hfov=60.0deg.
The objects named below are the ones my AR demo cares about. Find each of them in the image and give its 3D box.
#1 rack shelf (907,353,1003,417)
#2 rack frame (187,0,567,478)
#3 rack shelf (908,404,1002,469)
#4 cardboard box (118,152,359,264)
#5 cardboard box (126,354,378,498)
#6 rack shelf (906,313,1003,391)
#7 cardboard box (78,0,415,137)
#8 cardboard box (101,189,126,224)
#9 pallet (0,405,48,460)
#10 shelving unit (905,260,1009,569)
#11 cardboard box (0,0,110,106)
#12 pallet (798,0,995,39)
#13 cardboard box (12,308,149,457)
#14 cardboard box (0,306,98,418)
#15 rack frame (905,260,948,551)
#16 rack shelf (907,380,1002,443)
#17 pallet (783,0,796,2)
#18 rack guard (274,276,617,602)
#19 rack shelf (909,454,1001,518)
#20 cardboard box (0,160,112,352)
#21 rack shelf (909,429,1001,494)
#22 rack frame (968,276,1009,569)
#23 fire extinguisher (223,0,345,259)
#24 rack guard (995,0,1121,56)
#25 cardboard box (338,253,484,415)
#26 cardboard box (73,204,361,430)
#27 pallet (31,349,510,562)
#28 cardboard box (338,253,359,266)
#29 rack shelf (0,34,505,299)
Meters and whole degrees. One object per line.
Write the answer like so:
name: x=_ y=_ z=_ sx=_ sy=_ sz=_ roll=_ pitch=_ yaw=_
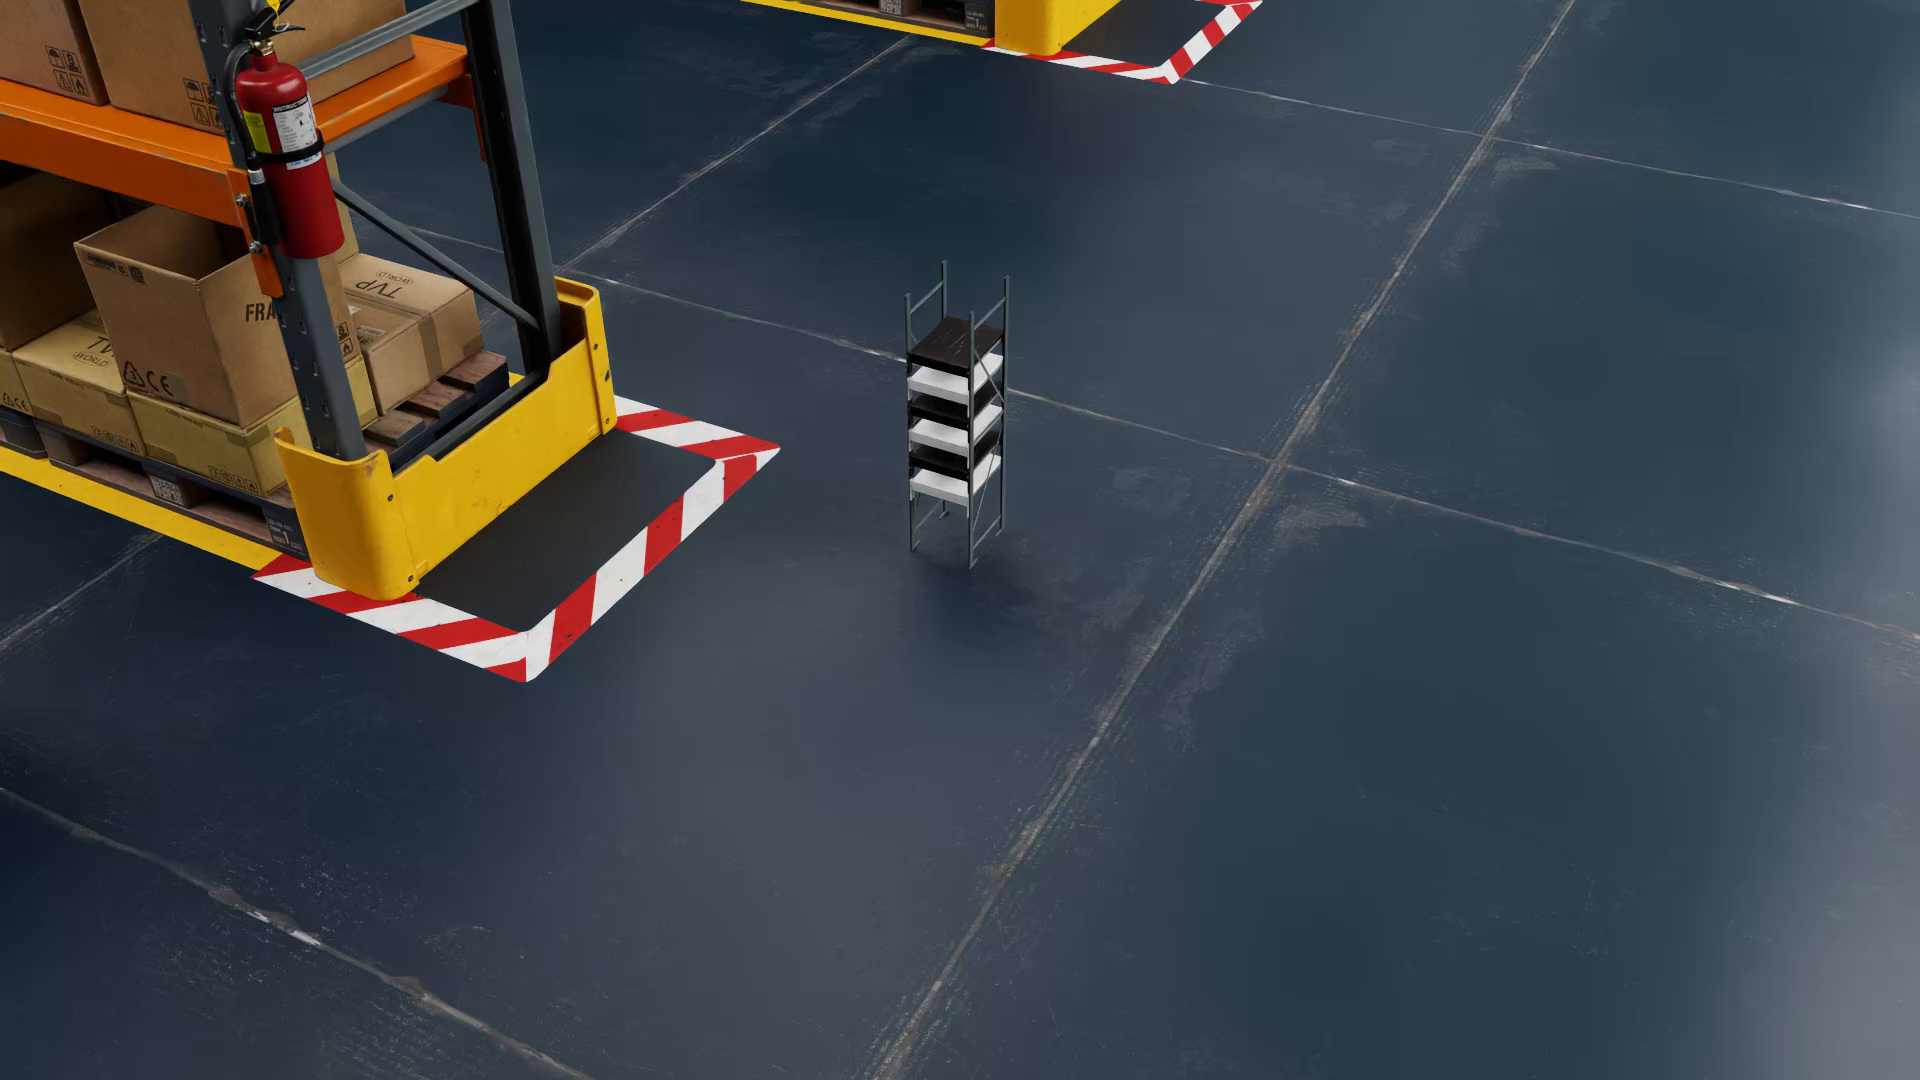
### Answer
rack shelf: x=-0.007 y=-0.478 z=4.892 sx=0.200 sy=0.077 sz=0.258 roll=17 pitch=41 yaw=21
rack frame: x=-1.614 y=-1.364 z=4.566 sx=0.127 sy=3.000 sz=1.000 roll=17 pitch=41 yaw=21
rack shelf: x=-0.007 y=-0.334 z=5.001 sx=0.200 sy=0.077 sz=0.258 roll=17 pitch=41 yaw=21
cardboard box: x=-2.432 y=-1.141 z=5.579 sx=0.500 sy=0.500 sz=0.500 roll=17 pitch=41 yaw=21
cardboard box: x=-2.226 y=-0.426 z=5.258 sx=0.500 sy=0.250 sz=0.500 roll=17 pitch=41 yaw=21
rack shelf: x=-0.007 y=-0.549 z=4.838 sx=0.200 sy=0.077 sz=0.258 roll=17 pitch=41 yaw=21
cardboard box: x=-2.022 y=-1.540 z=4.716 sx=0.500 sy=0.500 sz=0.700 roll=17 pitch=41 yaw=22
cardboard box: x=-2.882 y=-1.273 z=5.753 sx=0.500 sy=0.500 sz=0.500 roll=17 pitch=41 yaw=21
pallet: x=-3.391 y=-0.783 z=6.107 sx=1.213 sy=0.211 sz=1.003 roll=17 pitch=41 yaw=21
shelving unit: x=-0.007 y=-0.361 z=4.981 sx=0.210 sy=0.900 sz=0.258 roll=17 pitch=41 yaw=21
cardboard box: x=-2.491 y=-1.684 z=4.905 sx=0.500 sy=0.500 sz=0.700 roll=18 pitch=41 yaw=23
pallet: x=-0.140 y=-3.136 z=9.207 sx=1.213 sy=0.211 sz=1.003 roll=17 pitch=41 yaw=21
cardboard box: x=-2.675 y=-0.559 z=5.432 sx=0.500 sy=0.250 sz=0.500 roll=17 pitch=41 yaw=21
cardboard box: x=-3.120 y=-0.697 z=5.614 sx=0.500 sy=0.250 sz=0.500 roll=17 pitch=41 yaw=21
rack frame: x=-0.097 y=-0.389 z=5.018 sx=0.006 sy=0.900 sz=0.240 roll=17 pitch=41 yaw=21
rack shelf: x=-0.007 y=-0.406 z=4.947 sx=0.200 sy=0.077 sz=0.258 roll=17 pitch=41 yaw=21
pallet: x=-1.220 y=-3.476 z=9.655 sx=1.213 sy=0.211 sz=1.003 roll=17 pitch=41 yaw=21
rack guard: x=-1.592 y=-0.362 z=5.313 sx=0.348 sy=0.500 sz=1.175 roll=17 pitch=41 yaw=21
rack shelf: x=-0.007 y=-0.191 z=5.110 sx=0.200 sy=0.077 sz=0.258 roll=17 pitch=41 yaw=21
cardboard box: x=-3.121 y=-0.994 z=5.385 sx=0.500 sy=0.500 sz=0.500 roll=17 pitch=41 yaw=21
rack shelf: x=-0.007 y=-0.262 z=5.055 sx=0.200 sy=0.077 sz=0.258 roll=17 pitch=41 yaw=21
rack frame: x=0.083 y=-0.332 z=4.944 sx=0.006 sy=0.900 sz=0.240 roll=17 pitch=41 yaw=21
fire extinguisher: x=-1.722 y=-1.051 z=4.217 sx=0.183 sy=0.674 sz=0.296 roll=17 pitch=41 yaw=21
rack guard: x=0.579 y=-3.022 z=8.818 sx=0.348 sy=0.500 sz=1.175 roll=17 pitch=41 yaw=21
cardboard box: x=-1.987 y=-0.704 z=5.624 sx=0.500 sy=0.250 sz=0.500 roll=17 pitch=41 yaw=21
cardboard box: x=-2.227 y=-0.724 z=5.029 sx=0.500 sy=0.500 sz=0.500 roll=17 pitch=41 yaw=21
pallet: x=-2.312 y=-0.443 z=5.659 sx=1.213 sy=0.211 sz=1.003 roll=17 pitch=41 yaw=21
cardboard box: x=-2.433 y=-0.841 z=5.805 sx=0.500 sy=0.250 sz=0.500 roll=17 pitch=41 yaw=21
rack shelf: x=-3.389 y=-1.633 z=5.516 sx=4.000 sy=0.370 sz=1.077 roll=17 pitch=41 yaw=21
